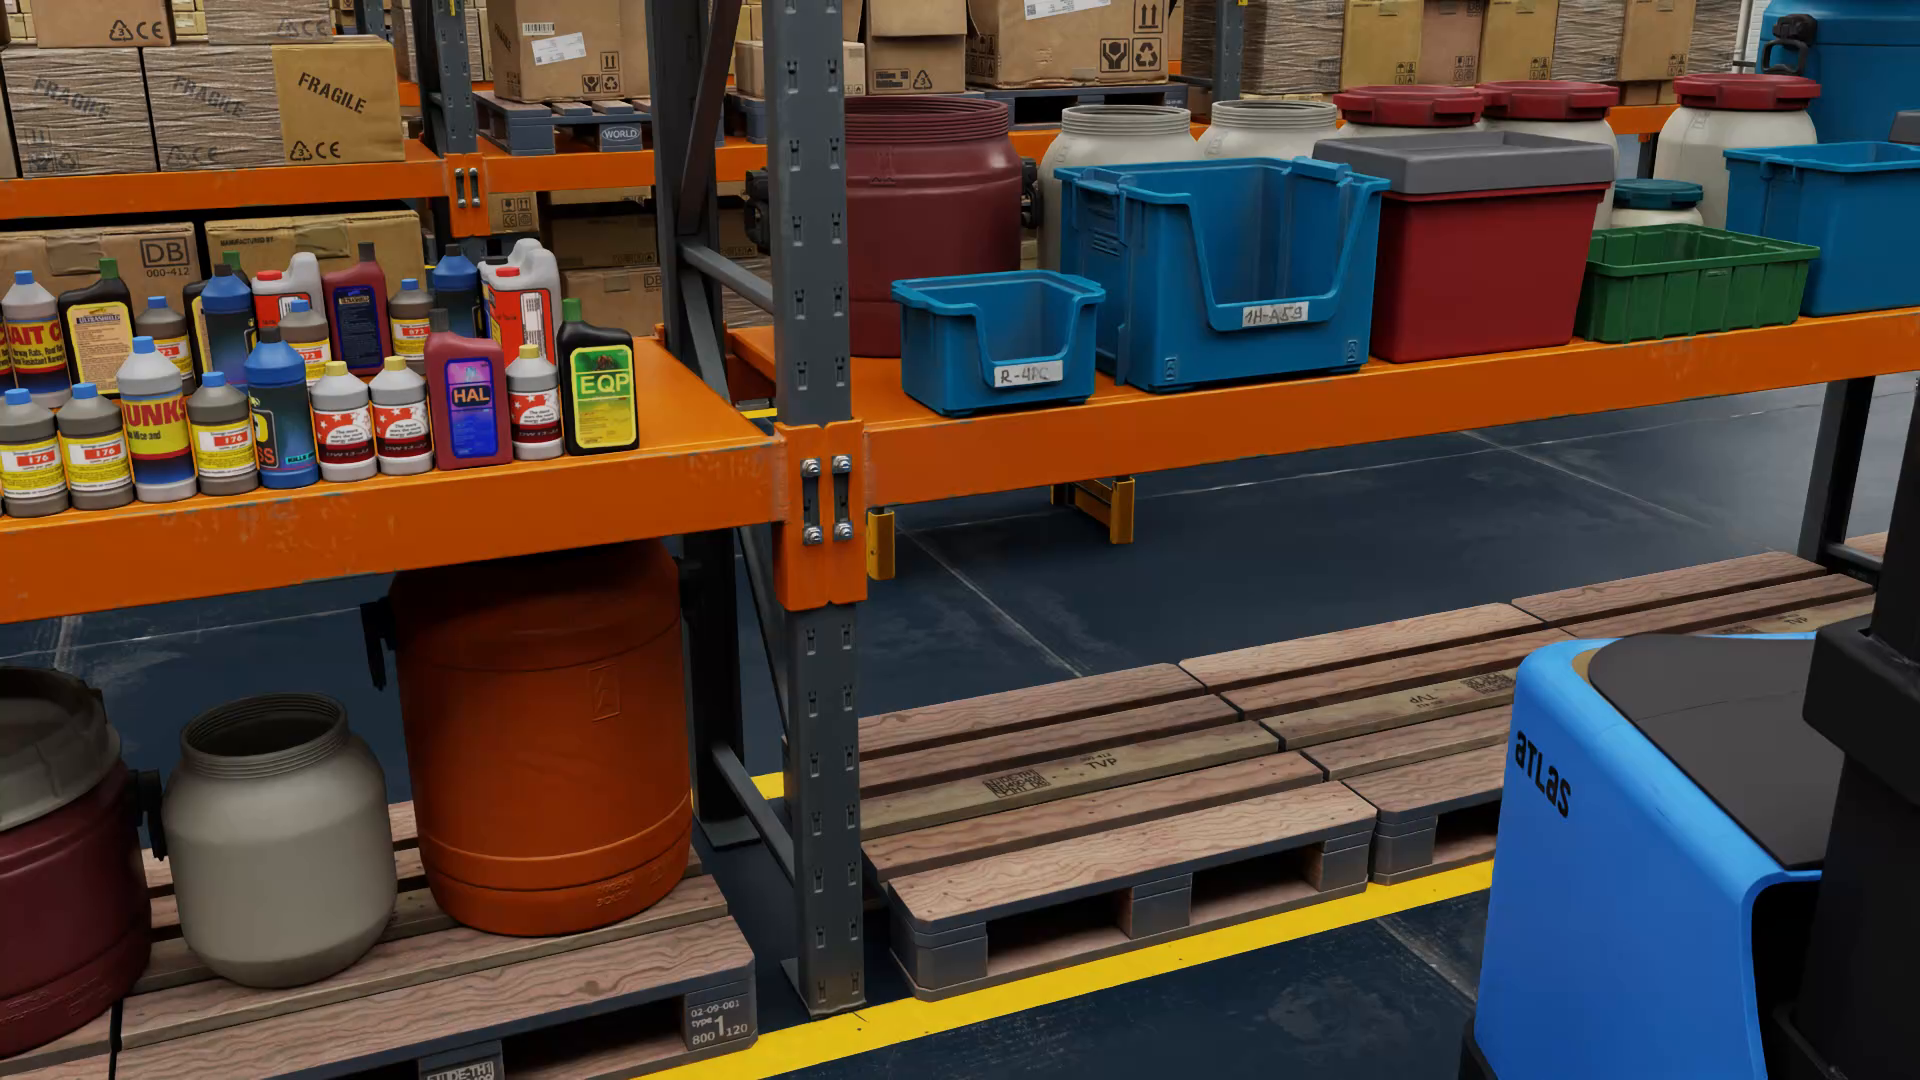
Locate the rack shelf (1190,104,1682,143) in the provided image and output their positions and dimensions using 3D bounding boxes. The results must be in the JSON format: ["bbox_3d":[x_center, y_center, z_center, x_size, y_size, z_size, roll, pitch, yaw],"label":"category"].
[{"bbox_3d":[3.088,-2.500,10.189,4.000,0.370,1.077,-8,21,-22],"label":"rack shelf"}]

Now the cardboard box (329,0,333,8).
[{"bbox_3d":[-7.802,-6.727,20.583,0.500,0.250,0.500,-8,21,-22],"label":"cardboard box"}]

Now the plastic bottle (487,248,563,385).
[{"bbox_3d":[-0.925,-0.476,3.545,0.135,0.276,0.152,-8,21,-22],"label":"plastic bottle"}]

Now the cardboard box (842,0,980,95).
[{"bbox_3d":[-0.304,-2.567,8.508,0.637,0.503,0.797,-6,20,-16],"label":"cardboard box"}]

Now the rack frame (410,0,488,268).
[{"bbox_3d":[-2.422,-2.050,7.828,0.127,3.000,1.000,-8,21,-22],"label":"rack frame"}]

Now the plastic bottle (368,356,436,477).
[{"bbox_3d":[-0.987,-0.223,2.937,0.097,0.201,0.097,0,19,0],"label":"plastic bottle"}]

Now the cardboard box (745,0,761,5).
[{"bbox_3d":[-1.546,-4.485,13.088,0.500,0.500,0.700,-9,21,-23],"label":"cardboard box"}]

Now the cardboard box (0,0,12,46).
[{"bbox_3d":[-4.312,-2.304,6.888,0.637,0.503,0.797,-7,21,-20],"label":"cardboard box"}]

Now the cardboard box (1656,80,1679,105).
[{"bbox_3d":[4.305,-2.802,10.342,0.250,0.149,0.380,-8,21,-22],"label":"cardboard box"}]

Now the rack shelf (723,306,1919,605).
[{"bbox_3d":[1.377,-0.463,4.405,4.000,0.370,1.077,-8,21,-22],"label":"rack shelf"}]

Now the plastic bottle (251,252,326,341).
[{"bbox_3d":[-1.410,-0.462,3.504,0.135,0.276,0.152,-8,21,-22],"label":"plastic bottle"}]

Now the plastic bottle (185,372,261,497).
[{"bbox_3d":[-1.255,-0.184,2.828,0.097,0.201,0.097,0,19,0],"label":"plastic bottle"}]

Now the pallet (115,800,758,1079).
[{"bbox_3d":[-1.167,0.892,3.670,1.213,0.211,1.003,-8,21,-22],"label":"pallet"}]

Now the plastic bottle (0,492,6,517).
[{"bbox_3d":[-1.613,-0.133,2.682,0.097,0.201,0.097,0,19,0],"label":"plastic bottle"}]

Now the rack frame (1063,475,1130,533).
[{"bbox_3d":[0.545,-0.786,6.495,0.032,1.500,0.500,-8,21,-22],"label":"rack frame"}]

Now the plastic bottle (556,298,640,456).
[{"bbox_3d":[-0.662,-0.301,3.037,0.133,0.283,0.061,-8,21,-22],"label":"plastic bottle"}]

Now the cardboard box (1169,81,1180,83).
[{"bbox_3d":[1.649,-3.598,14.792,0.875,0.875,0.875,-9,21,-23],"label":"cardboard box"}]

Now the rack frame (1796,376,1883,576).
[{"bbox_3d":[3.213,-1.066,5.032,0.127,3.000,1.000,-8,21,-22],"label":"rack frame"}]

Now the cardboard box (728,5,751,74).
[{"bbox_3d":[-1.922,-3.866,12.835,0.500,0.500,0.500,-8,21,-21],"label":"cardboard box"}]

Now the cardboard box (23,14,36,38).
[{"bbox_3d":[-5.987,-3.387,10.924,0.250,0.149,0.380,-9,21,-23],"label":"cardboard box"}]

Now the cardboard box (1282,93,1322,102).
[{"bbox_3d":[1.802,-2.423,9.266,0.250,0.149,0.380,-8,21,-22],"label":"cardboard box"}]

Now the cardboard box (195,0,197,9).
[{"bbox_3d":[-5.511,-3.833,11.740,0.250,0.149,0.380,-9,21,-24],"label":"cardboard box"}]

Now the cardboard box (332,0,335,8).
[{"bbox_3d":[-6.040,-5.602,16.685,0.500,0.500,0.500,-9,21,-23],"label":"cardboard box"}]

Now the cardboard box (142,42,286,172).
[{"bbox_3d":[-3.237,-1.893,7.231,0.500,0.500,0.500,-8,21,-22],"label":"cardboard box"}]

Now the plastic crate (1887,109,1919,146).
[{"bbox_3d":[2.890,-0.939,4.576,0.583,0.464,0.402,-8,21,-22],"label":"plastic crate"}]

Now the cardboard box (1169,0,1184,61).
[{"bbox_3d":[1.669,-4.522,14.622,0.550,0.550,0.875,-8,21,-22],"label":"cardboard box"}]

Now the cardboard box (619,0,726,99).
[{"bbox_3d":[-1.469,-2.482,8.273,0.500,0.500,0.700,-5,20,-14],"label":"cardboard box"}]

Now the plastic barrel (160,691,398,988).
[{"bbox_3d":[-1.385,0.607,3.395,0.421,0.512,0.421,0,19,0],"label":"plastic barrel"}]

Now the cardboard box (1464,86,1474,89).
[{"bbox_3d":[2.940,-2.596,9.756,0.250,0.149,0.380,-8,21,-22],"label":"cardboard box"}]

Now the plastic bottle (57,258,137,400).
[{"bbox_3d":[-1.763,-0.431,3.406,0.133,0.283,0.061,-8,21,-22],"label":"plastic bottle"}]

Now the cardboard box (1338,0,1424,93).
[{"bbox_3d":[2.162,-2.859,9.527,0.500,0.500,0.875,-8,21,-22],"label":"cardboard box"}]

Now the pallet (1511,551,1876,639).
[{"bbox_3d":[2.507,0.365,5.168,1.213,0.211,1.003,-8,21,-22],"label":"pallet"}]

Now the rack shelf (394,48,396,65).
[{"bbox_3d":[-4.511,-4.996,17.277,4.000,0.370,1.077,-8,21,-22],"label":"rack shelf"}]

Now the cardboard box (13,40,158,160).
[{"bbox_3d":[-3.917,-1.979,7.476,0.500,0.500,0.500,-9,21,-23],"label":"cardboard box"}]

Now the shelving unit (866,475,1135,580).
[{"bbox_3d":[0.070,-0.717,6.301,1.083,1.500,0.587,-8,21,-22],"label":"shelving unit"}]

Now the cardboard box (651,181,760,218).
[{"bbox_3d":[-2.042,-3.004,13.293,0.750,0.750,1.050,-8,21,-22],"label":"cardboard box"}]

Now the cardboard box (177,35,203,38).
[{"bbox_3d":[-5.259,-3.353,11.273,0.250,0.149,0.380,-8,21,-23],"label":"cardboard box"}]

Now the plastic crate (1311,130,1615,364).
[{"bbox_3d":[1.145,-0.689,3.866,0.583,0.464,0.402,-8,21,-22],"label":"plastic crate"}]

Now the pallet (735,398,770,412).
[{"bbox_3d":[-1.704,-0.837,8.581,1.213,0.211,1.003,-8,21,-22],"label":"pallet"}]

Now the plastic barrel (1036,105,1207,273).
[{"bbox_3d":[0.400,-0.793,4.089,0.421,0.512,0.421,0,19,0],"label":"plastic barrel"}]

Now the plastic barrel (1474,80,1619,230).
[{"bbox_3d":[1.574,-0.974,4.568,0.433,0.535,0.433,0,19,0],"label":"plastic barrel"}]

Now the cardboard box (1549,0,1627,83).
[{"bbox_3d":[3.520,-3.071,10.129,0.500,0.500,0.875,-8,21,-22],"label":"cardboard box"}]

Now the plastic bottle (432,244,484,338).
[{"bbox_3d":[-1.102,-0.514,3.658,0.097,0.271,0.097,0,19,0],"label":"plastic bottle"}]

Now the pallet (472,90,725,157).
[{"bbox_3d":[-1.809,-2.086,8.218,1.003,0.211,1.213,-8,21,-22],"label":"pallet"}]

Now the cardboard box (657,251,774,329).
[{"bbox_3d":[-1.310,-1.250,8.656,0.500,0.500,0.700,-10,22,-26],"label":"cardboard box"}]

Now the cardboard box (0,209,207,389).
[{"bbox_3d":[-3.885,-1.047,7.545,0.875,0.875,1.225,-8,21,-22],"label":"cardboard box"}]

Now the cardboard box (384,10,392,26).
[{"bbox_3d":[-5.702,-5.165,16.419,0.250,0.149,0.380,-10,22,-25],"label":"cardboard box"}]

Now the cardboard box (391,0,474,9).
[{"bbox_3d":[-3.877,-4.151,12.138,0.500,0.500,0.700,-8,21,-22],"label":"cardboard box"}]

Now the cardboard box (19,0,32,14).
[{"bbox_3d":[-5.989,-3.528,10.876,0.250,0.149,0.380,-7,21,-20],"label":"cardboard box"}]

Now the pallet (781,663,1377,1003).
[{"bbox_3d":[0.267,0.686,4.257,1.213,0.211,1.003,-8,21,-22],"label":"pallet"}]

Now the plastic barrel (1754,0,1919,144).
[{"bbox_3d":[2.738,-1.344,5.067,0.708,0.901,0.600,-8,21,-22],"label":"plastic barrel"}]

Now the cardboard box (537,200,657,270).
[{"bbox_3d":[-1.818,-1.529,8.321,0.500,0.250,0.500,-7,21,-20],"label":"cardboard box"}]

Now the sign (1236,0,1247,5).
[{"bbox_3d":[1.474,-2.954,8.650,0.005,0.325,0.100,-8,21,-22],"label":"sign"}]
